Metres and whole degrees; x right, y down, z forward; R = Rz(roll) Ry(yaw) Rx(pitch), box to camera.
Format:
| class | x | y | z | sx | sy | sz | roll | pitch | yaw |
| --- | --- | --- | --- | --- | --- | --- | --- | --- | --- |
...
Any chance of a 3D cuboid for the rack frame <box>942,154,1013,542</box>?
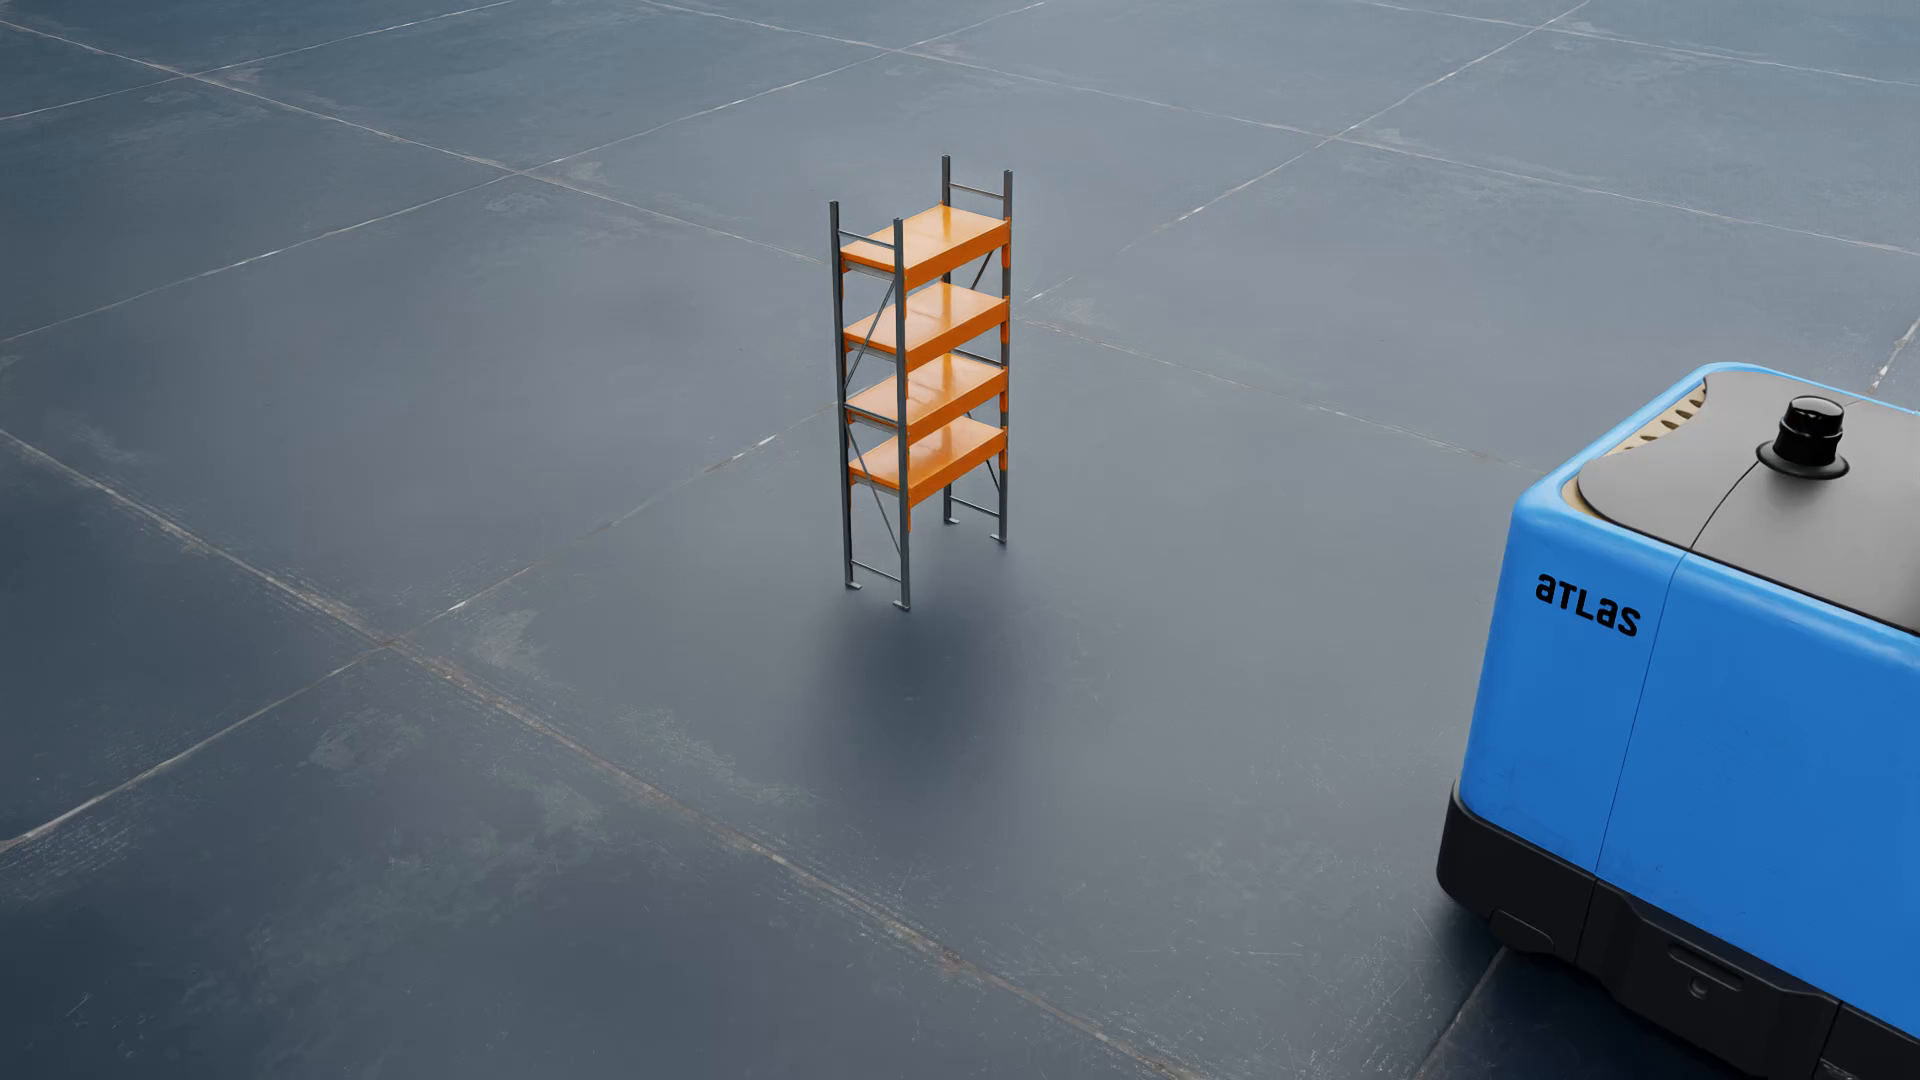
| class | x | y | z | sx | sy | sz | roll | pitch | yaw |
| --- | --- | --- | --- | --- | --- | --- | --- | --- | --- |
| rack frame | 0.047 | -0.548 | 4.998 | 0.240 | 1.200 | 0.015 | 21 | 37 | 31 |

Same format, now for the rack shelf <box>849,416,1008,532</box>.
| class | x | y | z | sx | sy | sz | roll | pitch | yaw |
| --- | --- | --- | --- | --- | --- | --- | --- | --- | --- |
| rack shelf | -0.100 | -0.220 | 4.966 | 0.258 | 0.148 | 0.480 | 21 | 37 | 31 |

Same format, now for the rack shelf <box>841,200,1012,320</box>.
| class | x | y | z | sx | sy | sz | roll | pitch | yaw |
| --- | --- | --- | --- | --- | --- | --- | --- | --- | --- |
| rack shelf | -0.100 | -0.787 | 4.630 | 0.258 | 0.148 | 0.480 | 21 | 37 | 31 |

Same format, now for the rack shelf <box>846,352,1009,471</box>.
| class | x | y | z | sx | sy | sz | roll | pitch | yaw |
| --- | --- | --- | --- | --- | --- | --- | --- | --- | --- |
| rack shelf | -0.100 | -0.391 | 4.865 | 0.258 | 0.148 | 0.480 | 21 | 37 | 31 |

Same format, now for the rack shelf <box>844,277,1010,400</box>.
| class | x | y | z | sx | sy | sz | roll | pitch | yaw |
| --- | --- | --- | --- | --- | --- | --- | --- | --- | --- |
| rack shelf | -0.100 | -0.583 | 4.751 | 0.258 | 0.148 | 0.480 | 21 | 37 | 31 |

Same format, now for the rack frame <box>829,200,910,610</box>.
| class | x | y | z | sx | sy | sz | roll | pitch | yaw |
| --- | --- | --- | --- | --- | --- | --- | --- | --- | --- |
| rack frame | -0.247 | -0.350 | 4.663 | 0.240 | 1.200 | 0.015 | 21 | 37 | 31 |

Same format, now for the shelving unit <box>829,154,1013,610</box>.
| class | x | y | z | sx | sy | sz | roll | pitch | yaw |
| --- | --- | --- | --- | --- | --- | --- | --- | --- | --- |
| shelving unit | -0.100 | -0.449 | 4.831 | 0.258 | 1.200 | 0.503 | 21 | 37 | 31 |

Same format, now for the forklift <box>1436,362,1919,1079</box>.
| class | x | y | z | sx | sy | sz | roll | pitch | yaw |
| --- | --- | --- | --- | --- | --- | --- | --- | --- | --- |
| forklift | 2.497 | -0.074 | 2.500 | 3.031 | 2.935 | 1.130 | 26 | 40 | 37 |
